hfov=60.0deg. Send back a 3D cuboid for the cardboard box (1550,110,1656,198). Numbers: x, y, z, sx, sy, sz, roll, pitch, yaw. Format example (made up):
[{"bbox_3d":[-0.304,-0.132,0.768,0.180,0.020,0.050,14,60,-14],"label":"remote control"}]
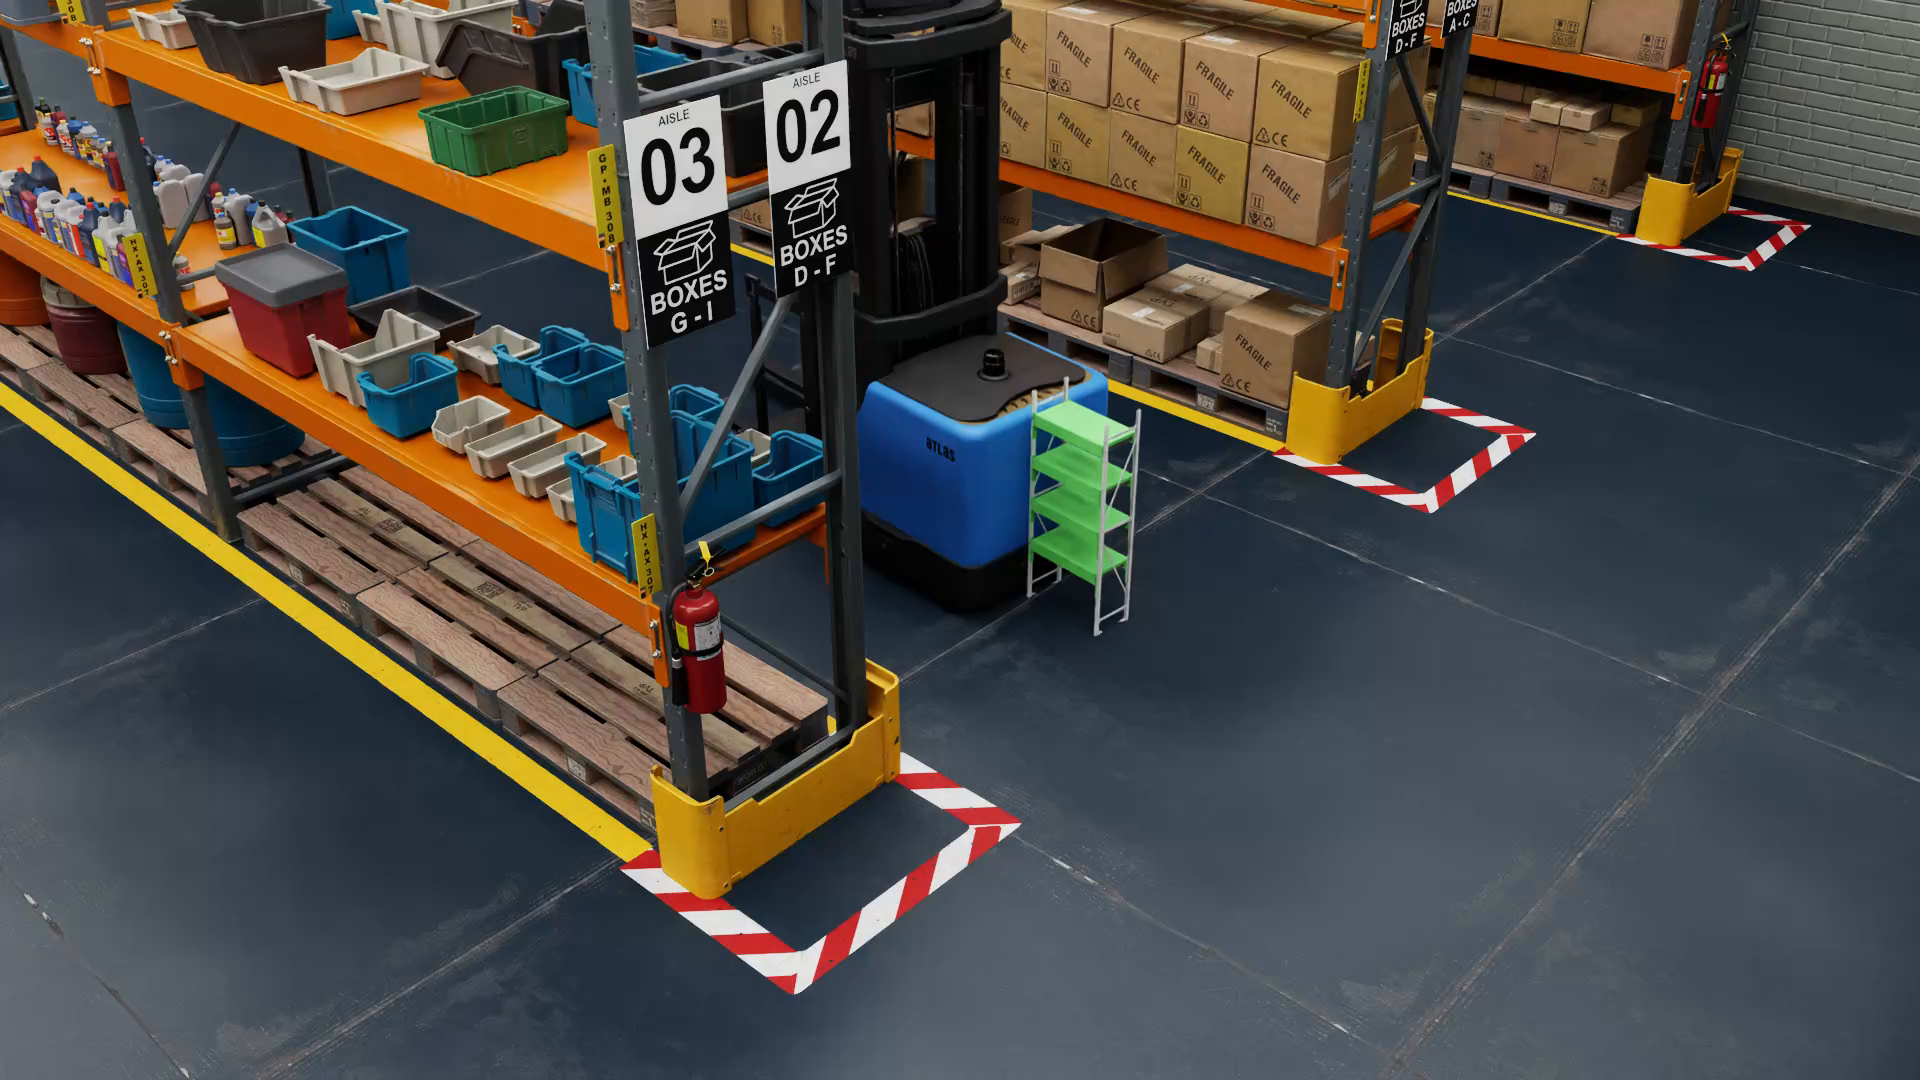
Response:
[{"bbox_3d":[5.275,-3.186,13.650,0.500,0.500,0.700,25,39,35],"label":"cardboard box"}]

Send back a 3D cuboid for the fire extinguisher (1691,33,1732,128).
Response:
[{"bbox_3d":[5.663,-3.451,12.511,0.183,0.674,0.296,25,39,35],"label":"fire extinguisher"}]

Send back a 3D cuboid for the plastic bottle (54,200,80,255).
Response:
[{"bbox_3d":[-5.006,-1.776,9.412,0.135,0.276,0.152,25,39,35],"label":"plastic bottle"}]

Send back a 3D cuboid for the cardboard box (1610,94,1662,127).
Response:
[{"bbox_3d":[5.502,-3.497,13.538,0.250,0.149,0.380,25,39,35],"label":"cardboard box"}]

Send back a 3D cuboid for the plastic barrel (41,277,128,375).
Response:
[{"bbox_3d":[-5.507,-1.446,10.675,0.708,0.588,0.600,25,39,35],"label":"plastic barrel"}]

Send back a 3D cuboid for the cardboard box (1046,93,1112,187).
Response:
[{"bbox_3d":[0.898,-2.598,10.561,0.500,0.500,0.500,24,39,34],"label":"cardboard box"}]

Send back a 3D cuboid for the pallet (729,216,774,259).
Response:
[{"bbox_3d":[-1.054,-2.434,13.088,1.213,0.211,1.003,25,39,35],"label":"pallet"}]

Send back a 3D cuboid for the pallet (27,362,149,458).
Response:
[{"bbox_3d":[-5.205,-0.979,10.672,1.213,0.211,1.003,25,39,35],"label":"pallet"}]

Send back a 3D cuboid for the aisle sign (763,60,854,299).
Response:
[{"bbox_3d":[-0.534,-1.287,5.958,0.004,0.787,0.394,25,39,35],"label":"aisle sign"}]

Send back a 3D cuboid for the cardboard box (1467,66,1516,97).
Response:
[{"bbox_3d":[4.561,-3.935,14.266,0.250,0.149,0.380,25,39,36],"label":"cardboard box"}]

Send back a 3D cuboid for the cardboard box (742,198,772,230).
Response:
[{"bbox_3d":[-1.345,-2.715,12.848,0.500,0.500,0.500,25,39,35],"label":"cardboard box"}]

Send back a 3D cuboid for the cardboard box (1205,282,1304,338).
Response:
[{"bbox_3d":[1.956,-1.457,11.002,0.500,0.250,0.500,25,39,35],"label":"cardboard box"}]

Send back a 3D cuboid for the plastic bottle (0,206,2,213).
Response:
[{"bbox_3d":[-5.788,-2.112,9.963,0.133,0.283,0.061,25,39,35],"label":"plastic bottle"}]

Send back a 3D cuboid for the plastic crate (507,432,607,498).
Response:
[{"bbox_3d":[-1.718,-0.316,7.064,0.243,0.136,0.396,25,39,35],"label":"plastic crate"}]

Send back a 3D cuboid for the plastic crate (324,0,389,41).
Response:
[{"bbox_3d":[-2.863,-2.489,7.730,0.300,0.233,0.416,25,39,35],"label":"plastic crate"}]

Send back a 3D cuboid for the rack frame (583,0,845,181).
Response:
[{"bbox_3d":[-0.787,-2.654,4.934,0.127,3.000,1.000,25,39,35],"label":"rack frame"}]

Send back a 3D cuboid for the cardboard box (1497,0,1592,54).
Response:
[{"bbox_3d":[4.929,-4.421,13.395,0.700,0.700,0.980,25,39,35],"label":"cardboard box"}]

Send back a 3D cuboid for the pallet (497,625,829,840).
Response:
[{"bbox_3d":[-1.372,0.810,7.700,1.213,0.211,1.003,25,39,35],"label":"pallet"}]

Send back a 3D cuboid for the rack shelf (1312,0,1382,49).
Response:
[{"bbox_3d":[1.057,-3.646,10.188,4.000,0.370,1.077,25,39,35],"label":"rack shelf"}]

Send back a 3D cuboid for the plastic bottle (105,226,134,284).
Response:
[{"bbox_3d":[-4.533,-1.555,9.044,0.135,0.276,0.152,25,39,35],"label":"plastic bottle"}]

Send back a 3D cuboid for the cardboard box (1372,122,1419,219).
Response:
[{"bbox_3d":[2.388,-2.274,10.023,0.500,0.500,0.500,26,40,36],"label":"cardboard box"}]

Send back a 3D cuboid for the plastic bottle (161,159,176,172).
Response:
[{"bbox_3d":[-4.766,-2.171,10.072,0.097,0.271,0.097,0,31,0],"label":"plastic bottle"}]

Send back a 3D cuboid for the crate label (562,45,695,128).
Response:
[{"bbox_3d":[-1.254,-1.749,6.482,0.502,0.251,0.408,25,39,35],"label":"crate label"}]

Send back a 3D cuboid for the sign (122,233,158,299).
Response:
[{"bbox_3d":[-4.123,-1.377,8.361,0.005,0.325,0.100,25,39,35],"label":"sign"}]

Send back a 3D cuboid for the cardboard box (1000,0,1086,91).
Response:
[{"bbox_3d":[0.498,-3.206,10.600,0.500,0.500,0.500,24,38,34],"label":"cardboard box"}]

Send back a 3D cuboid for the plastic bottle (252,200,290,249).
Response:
[{"bbox_3d":[-3.826,-1.707,9.225,0.185,0.351,0.144,25,39,35],"label":"plastic bottle"}]

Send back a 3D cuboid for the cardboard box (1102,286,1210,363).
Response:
[{"bbox_3d":[1.287,-1.422,10.943,0.500,0.250,0.500,25,39,35],"label":"cardboard box"}]

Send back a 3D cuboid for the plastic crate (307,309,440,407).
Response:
[{"bbox_3d":[-2.744,-0.845,7.801,0.530,0.282,0.437,25,39,35],"label":"plastic crate"}]

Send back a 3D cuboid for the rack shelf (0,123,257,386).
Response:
[{"bbox_3d":[-5.235,-1.853,10.116,4.000,0.370,1.077,25,39,35],"label":"rack shelf"}]

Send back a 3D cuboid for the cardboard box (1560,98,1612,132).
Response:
[{"bbox_3d":[5.058,-3.438,13.441,0.250,0.149,0.380,25,39,35],"label":"cardboard box"}]

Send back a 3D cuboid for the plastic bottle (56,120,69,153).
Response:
[{"bbox_3d":[-5.888,-2.664,10.960,0.097,0.201,0.097,0,31,0],"label":"plastic bottle"}]

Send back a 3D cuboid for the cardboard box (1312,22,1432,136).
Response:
[{"bbox_3d":[2.388,-2.703,9.765,0.500,0.500,0.500,26,40,36],"label":"cardboard box"}]

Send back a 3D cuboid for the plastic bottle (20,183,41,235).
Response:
[{"bbox_3d":[-5.380,-1.922,9.647,0.133,0.283,0.061,25,39,35],"label":"plastic bottle"}]

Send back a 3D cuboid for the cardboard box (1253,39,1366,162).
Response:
[{"bbox_3d":[2.025,-2.497,9.423,0.500,0.500,0.500,25,39,35],"label":"cardboard box"}]

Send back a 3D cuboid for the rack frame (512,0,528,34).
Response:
[{"bbox_3d":[-3.392,-4.746,14.225,0.127,3.000,1.000,25,39,35],"label":"rack frame"}]

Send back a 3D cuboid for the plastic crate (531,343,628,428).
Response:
[{"bbox_3d":[-1.725,-0.705,7.617,0.300,0.233,0.416,25,39,35],"label":"plastic crate"}]

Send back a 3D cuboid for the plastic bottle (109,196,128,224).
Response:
[{"bbox_3d":[-4.694,-1.760,9.312,0.185,0.351,0.144,25,39,35],"label":"plastic bottle"}]

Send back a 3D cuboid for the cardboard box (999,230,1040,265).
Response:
[{"bbox_3d":[0.505,-2.133,12.222,0.250,0.149,0.380,25,39,35],"label":"cardboard box"}]

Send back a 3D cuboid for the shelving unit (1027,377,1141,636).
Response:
[{"bbox_3d":[0.610,-0.161,8.355,0.258,1.200,0.503,-25,39,-35],"label":"shelving unit"}]

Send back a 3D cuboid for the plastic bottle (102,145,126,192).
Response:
[{"bbox_3d":[-5.244,-2.311,10.294,0.133,0.283,0.061,25,39,35],"label":"plastic bottle"}]

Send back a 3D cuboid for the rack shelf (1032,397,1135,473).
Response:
[{"bbox_3d":[0.610,-0.518,8.140,0.258,0.148,0.480,-25,39,-35],"label":"rack shelf"}]

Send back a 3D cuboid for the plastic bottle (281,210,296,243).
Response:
[{"bbox_3d":[-3.738,-1.709,9.293,0.133,0.283,0.061,25,39,35],"label":"plastic bottle"}]

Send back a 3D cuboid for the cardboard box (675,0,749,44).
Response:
[{"bbox_3d":[-1.777,-4.172,12.768,0.500,0.500,0.700,15,34,23],"label":"cardboard box"}]

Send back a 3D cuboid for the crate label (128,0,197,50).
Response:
[{"bbox_3d":[-3.584,-2.361,7.611,0.466,0.136,0.293,25,39,35],"label":"crate label"}]

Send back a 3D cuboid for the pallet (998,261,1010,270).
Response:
[{"bbox_3d":[0.083,-1.929,12.249,1.213,0.211,1.003,25,39,35],"label":"pallet"}]

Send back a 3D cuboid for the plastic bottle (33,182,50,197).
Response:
[{"bbox_3d":[-5.341,-1.953,9.711,0.097,0.271,0.097,0,31,0],"label":"plastic bottle"}]

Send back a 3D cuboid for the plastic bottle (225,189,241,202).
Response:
[{"bbox_3d":[-4.179,-1.897,9.617,0.097,0.271,0.097,0,31,0],"label":"plastic bottle"}]

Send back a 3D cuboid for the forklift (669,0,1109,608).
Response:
[{"bbox_3d":[-0.573,-1.584,9.040,1.130,2.935,3.031,-25,39,-35],"label":"forklift"}]

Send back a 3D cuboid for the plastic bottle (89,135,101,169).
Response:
[{"bbox_3d":[-5.527,-2.496,10.680,0.097,0.201,0.097,0,31,0],"label":"plastic bottle"}]

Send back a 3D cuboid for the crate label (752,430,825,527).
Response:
[{"bbox_3d":[-0.749,-0.250,6.860,0.303,0.233,0.416,25,39,35],"label":"crate label"}]

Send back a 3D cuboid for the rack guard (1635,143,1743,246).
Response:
[{"bbox_3d":[5.879,-2.793,13.405,0.348,0.500,1.175,25,39,35],"label":"rack guard"}]
